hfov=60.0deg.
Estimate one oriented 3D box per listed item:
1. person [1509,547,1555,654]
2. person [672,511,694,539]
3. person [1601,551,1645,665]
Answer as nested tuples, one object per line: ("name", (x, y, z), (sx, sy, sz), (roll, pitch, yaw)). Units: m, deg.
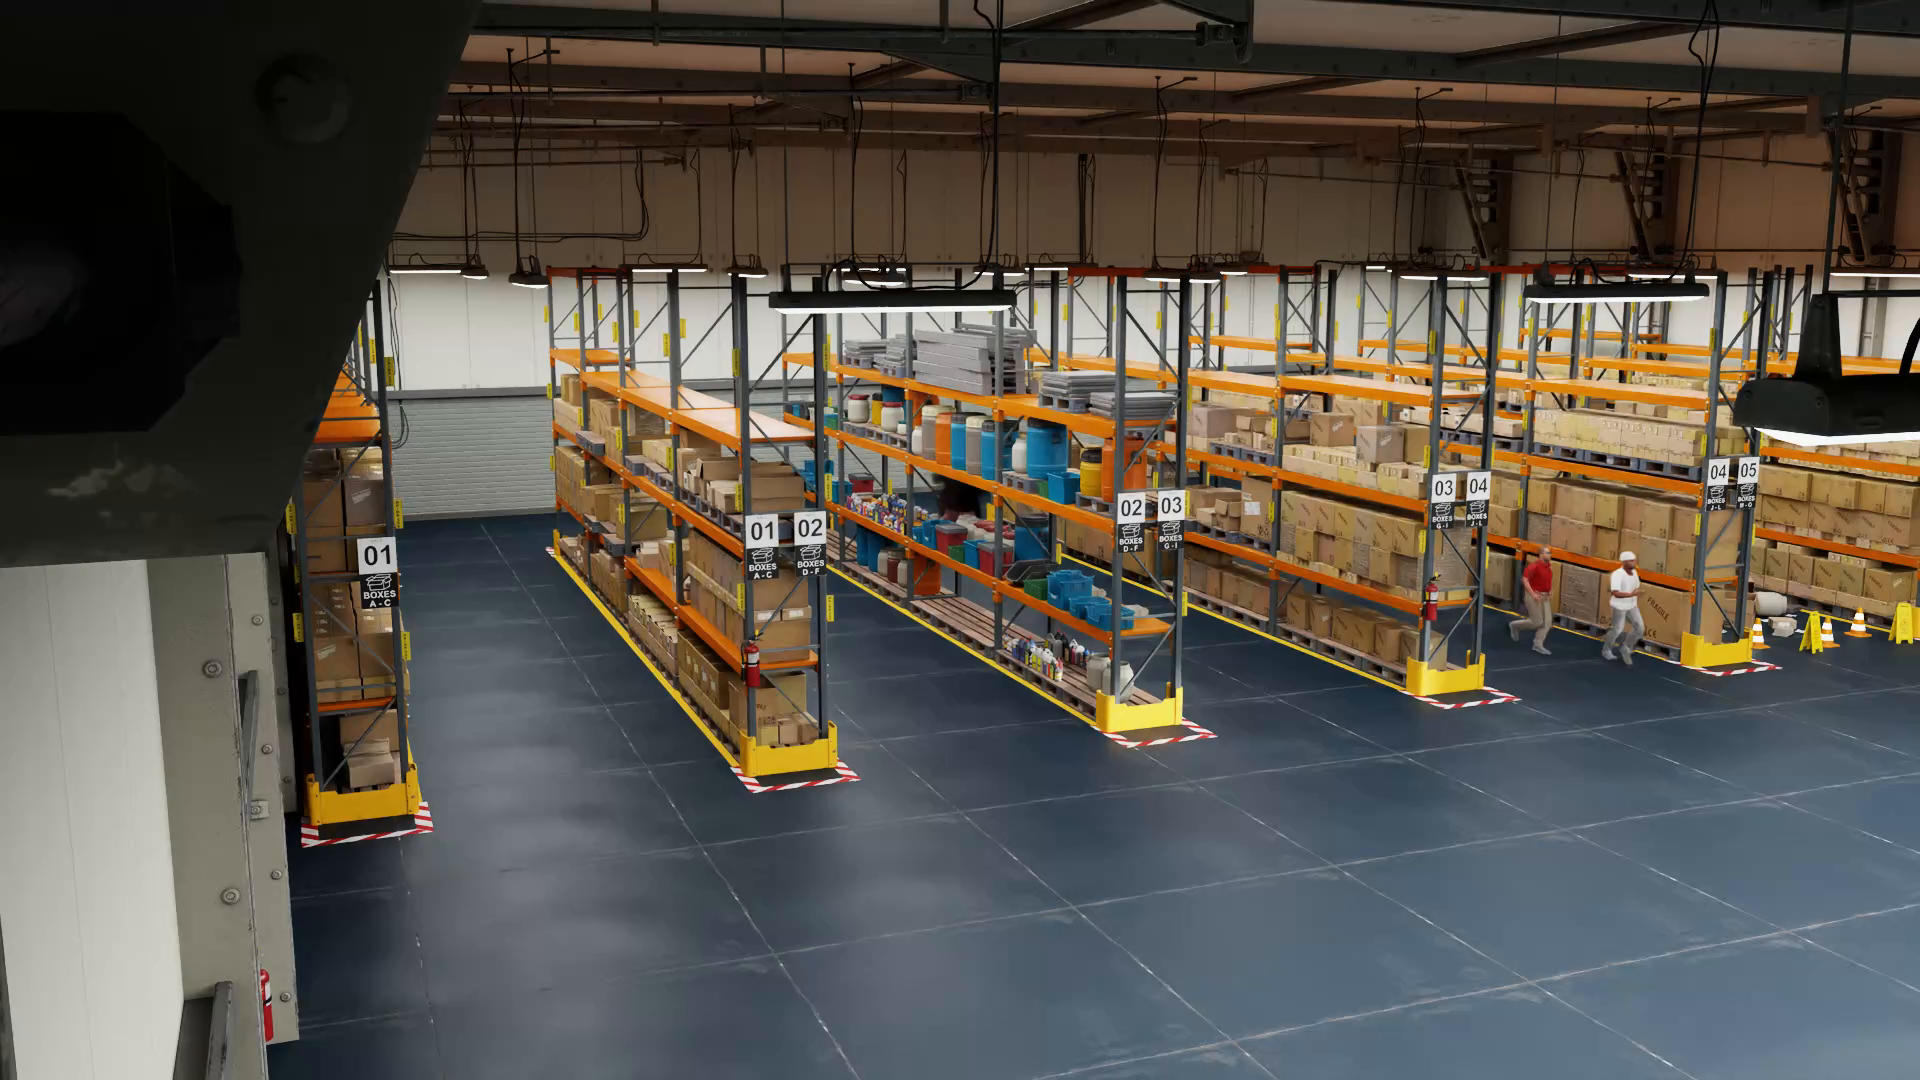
("person", (9.166, 0.933, 26.510), (0.685, 1.701, 0.709), (-9, 13, -42))
("person", (-5.665, -0.368, 34.185), (0.529, 1.588, 0.639), (-5, 11, -26))
("person", (10.229, 1.061, 25.550), (0.702, 1.815, 0.726), (-6, 11, -29))
